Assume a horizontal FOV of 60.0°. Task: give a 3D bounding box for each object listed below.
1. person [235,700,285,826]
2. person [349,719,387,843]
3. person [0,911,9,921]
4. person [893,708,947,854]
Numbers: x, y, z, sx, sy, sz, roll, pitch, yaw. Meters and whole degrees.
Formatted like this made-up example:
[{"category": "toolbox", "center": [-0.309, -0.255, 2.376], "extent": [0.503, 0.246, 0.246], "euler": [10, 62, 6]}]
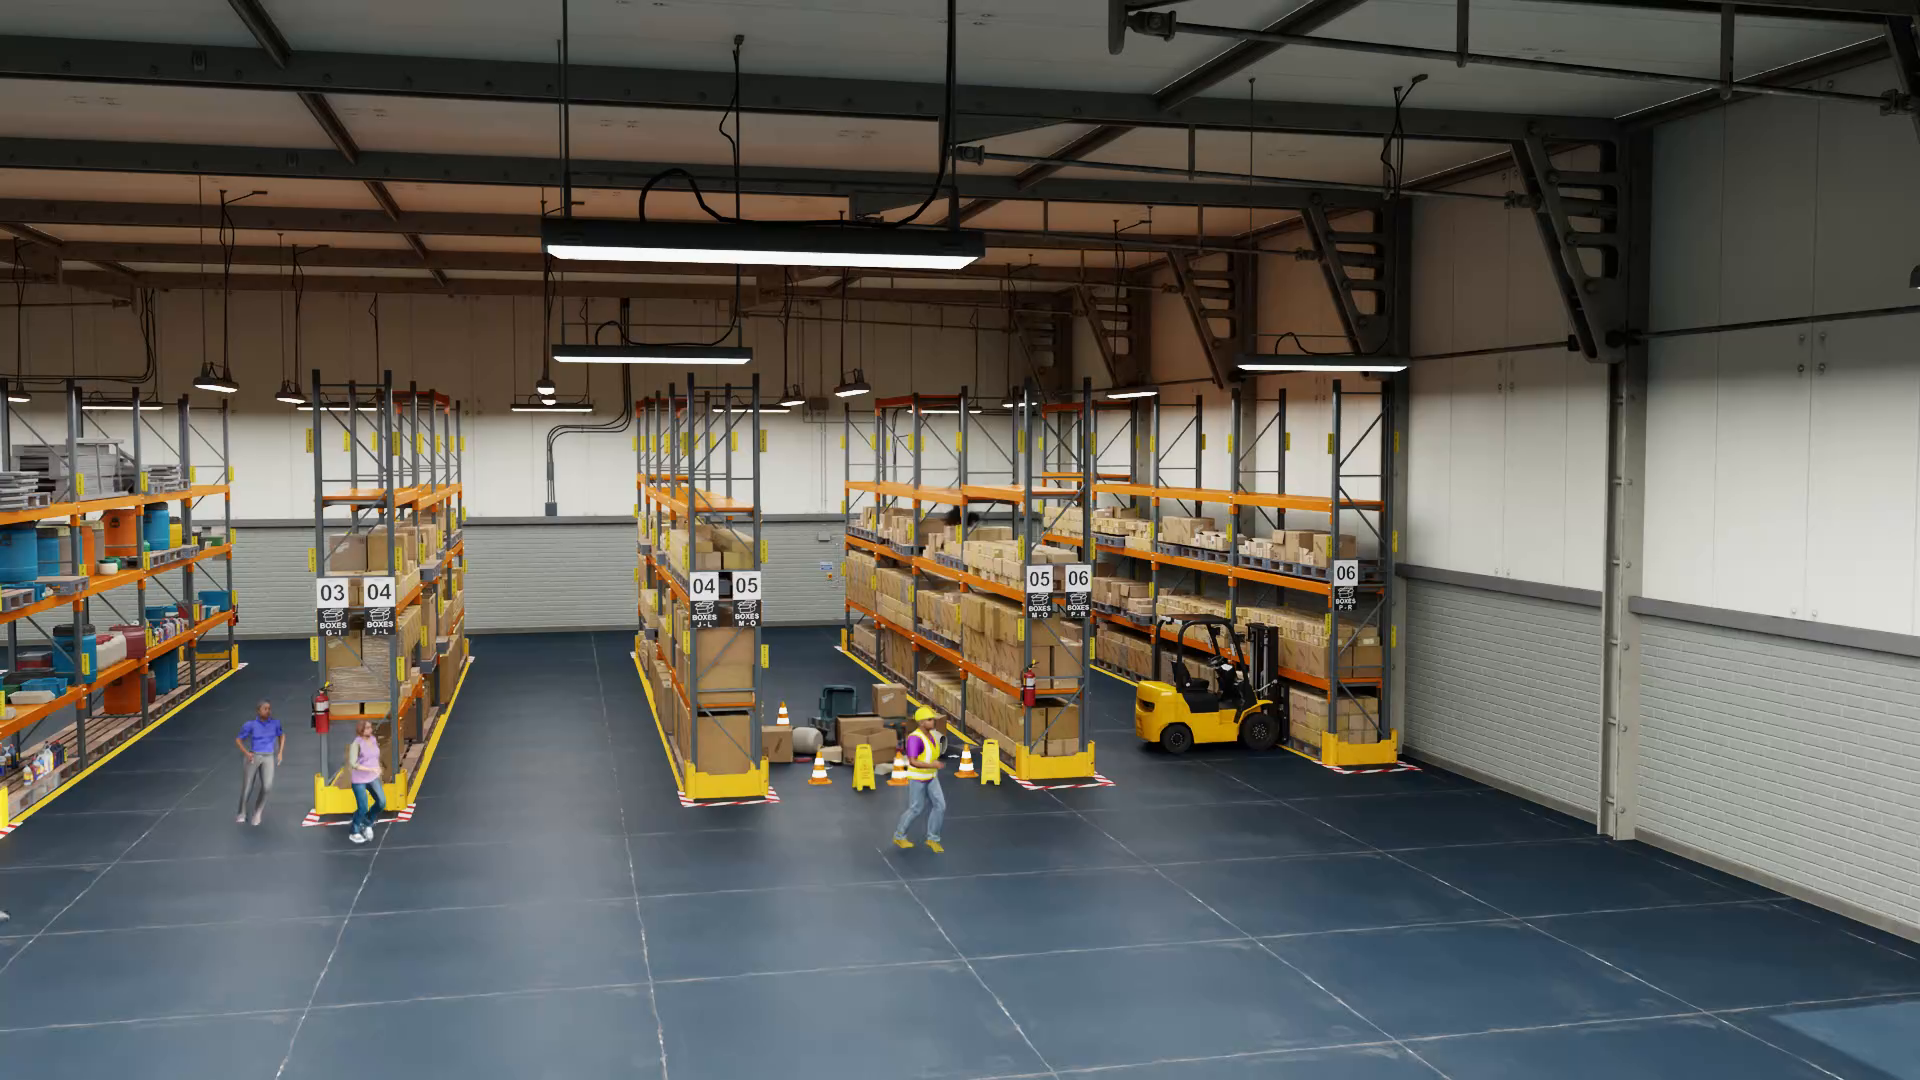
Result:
[{"category": "person", "center": [-9.211, 2.934, 21.930], "extent": [0.641, 1.633, 0.632], "euler": [-2, 4, -31]}, {"category": "person", "center": [-7.389, 3.007, 20.776], "extent": [0.607, 1.565, 0.563], "euler": [2, 4, 28]}, {"category": "person", "center": [-10.411, 3.129, 17.358], "extent": [0.920, 1.701, 0.612], "euler": [0, 3, 8]}, {"category": "person", "center": [-0.450, 2.961, 20.345], "extent": [0.754, 1.839, 0.719], "euler": [2, 4, 29]}]
